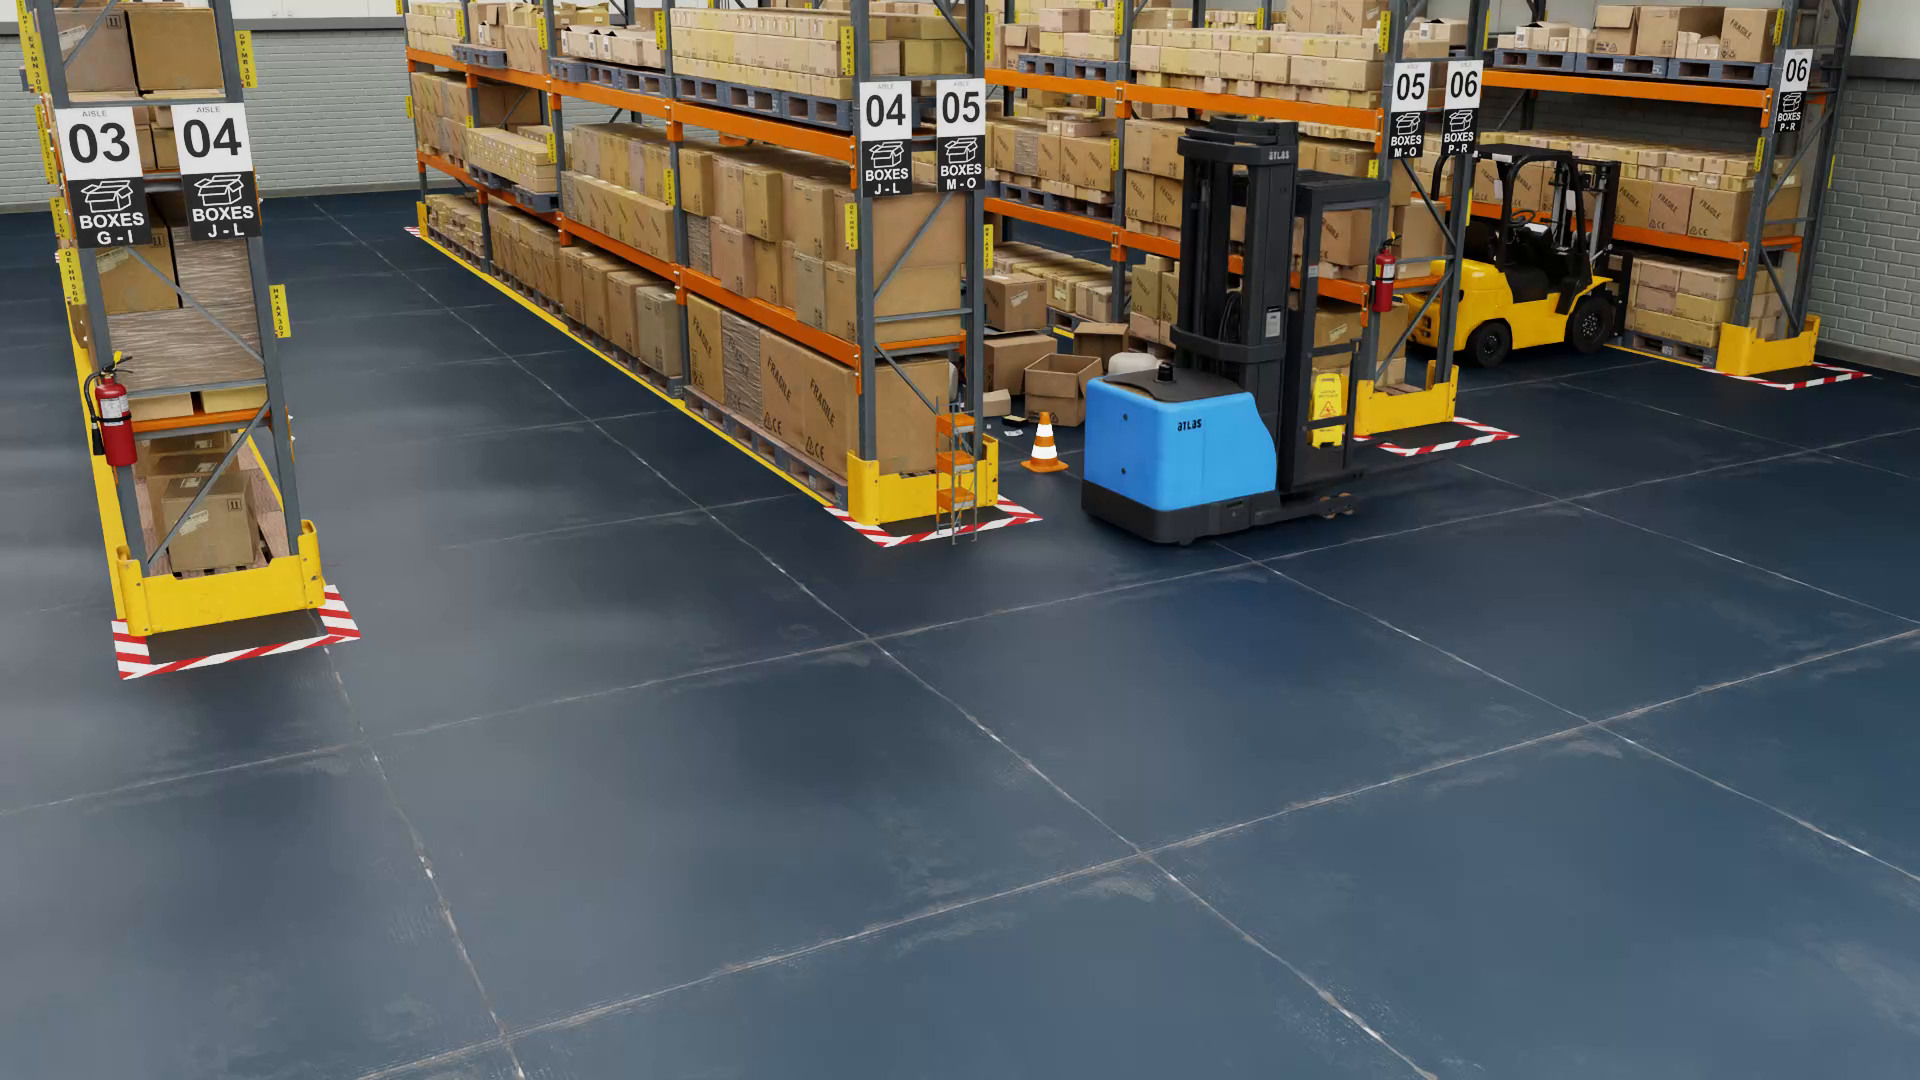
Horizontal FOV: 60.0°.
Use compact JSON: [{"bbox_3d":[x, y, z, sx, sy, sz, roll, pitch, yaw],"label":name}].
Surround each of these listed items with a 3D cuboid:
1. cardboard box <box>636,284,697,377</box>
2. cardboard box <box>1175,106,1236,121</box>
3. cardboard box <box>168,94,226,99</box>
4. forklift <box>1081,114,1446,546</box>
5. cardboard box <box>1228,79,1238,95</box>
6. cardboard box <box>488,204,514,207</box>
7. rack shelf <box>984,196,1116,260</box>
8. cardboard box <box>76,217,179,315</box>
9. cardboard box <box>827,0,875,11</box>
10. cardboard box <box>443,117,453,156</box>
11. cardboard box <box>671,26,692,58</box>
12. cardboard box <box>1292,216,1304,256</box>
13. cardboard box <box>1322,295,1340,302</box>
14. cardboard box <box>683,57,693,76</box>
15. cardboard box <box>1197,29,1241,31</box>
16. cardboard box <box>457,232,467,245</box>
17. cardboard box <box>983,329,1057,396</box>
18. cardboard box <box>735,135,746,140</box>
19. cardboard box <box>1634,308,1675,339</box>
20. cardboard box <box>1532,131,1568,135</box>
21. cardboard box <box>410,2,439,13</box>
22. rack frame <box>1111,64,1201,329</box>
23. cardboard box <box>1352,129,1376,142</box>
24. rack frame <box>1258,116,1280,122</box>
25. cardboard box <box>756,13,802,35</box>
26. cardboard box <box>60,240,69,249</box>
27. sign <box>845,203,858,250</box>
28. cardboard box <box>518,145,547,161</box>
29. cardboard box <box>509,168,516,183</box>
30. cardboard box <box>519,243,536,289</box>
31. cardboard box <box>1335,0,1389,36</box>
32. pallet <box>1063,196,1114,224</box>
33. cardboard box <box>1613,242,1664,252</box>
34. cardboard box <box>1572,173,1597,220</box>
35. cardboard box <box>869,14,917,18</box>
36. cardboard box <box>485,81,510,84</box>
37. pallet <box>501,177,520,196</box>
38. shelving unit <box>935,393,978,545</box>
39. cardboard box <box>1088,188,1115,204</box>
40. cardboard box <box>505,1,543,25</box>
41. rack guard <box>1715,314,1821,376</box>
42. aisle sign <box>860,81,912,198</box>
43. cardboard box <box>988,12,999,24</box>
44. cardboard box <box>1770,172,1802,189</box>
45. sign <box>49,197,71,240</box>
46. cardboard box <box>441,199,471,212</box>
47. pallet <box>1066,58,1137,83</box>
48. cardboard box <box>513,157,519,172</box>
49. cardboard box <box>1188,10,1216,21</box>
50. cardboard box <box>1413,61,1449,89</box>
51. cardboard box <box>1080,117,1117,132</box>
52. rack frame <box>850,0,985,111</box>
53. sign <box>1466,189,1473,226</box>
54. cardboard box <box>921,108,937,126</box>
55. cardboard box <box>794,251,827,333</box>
[{"bbox_3d":[-2.563,-2.112,16.457,1.050,0.750,0.750,-10,21,-27],"label":"cardboard box"},{"bbox_3d":[3.649,-6.213,24.737,0.797,0.503,0.637,-11,22,-28],"label":"cardboard box"},{"bbox_3d":[-4.668,-2.664,10.275,0.380,0.149,0.250,-9,21,-25],"label":"cardboard box"},{"bbox_3d":[2.447,-1.681,12.508,3.031,2.935,1.130,-11,22,-29],"label":"forklift"},{"bbox_3d":[2.784,-4.336,15.886,0.380,0.149,0.250,-10,21,-26],"label":"cardboard box"},{"bbox_3d":[-6.688,-4.824,24.329,0.380,0.149,0.250,-10,21,-26],"label":"cardboard box"},{"bbox_3d":[1.170,-3.842,19.770,1.077,0.370,4.000,-10,21,-27],"label":"rack shelf"},{"bbox_3d":[-5.181,-1.705,10.331,0.500,0.500,0.500,-10,21,-27],"label":"cardboard box"},{"bbox_3d":[-1.516,-7.270,23.207,0.500,0.500,0.500,-10,22,-28],"label":"cardboard box"},{"bbox_3d":[-6.947,-5.684,23.396,0.500,0.500,0.500,-10,21,-27],"label":"cardboard box"},{"bbox_3d":[-2.203,-4.362,14.552,0.500,0.250,0.500,-10,21,-26],"label":"cardboard box"},{"bbox_3d":[3.285,-2.905,15.343,0.500,0.500,0.500,-10,21,-27],"label":"cardboard box"},{"bbox_3d":[3.615,-2.143,16.166,0.500,0.500,0.500,-11,22,-29],"label":"cardboard box"},{"bbox_3d":[-2.190,-4.126,14.479,0.380,0.149,0.250,-10,21,-26],"label":"cardboard box"},{"bbox_3d":[2.653,-5.164,17.063,0.380,0.149,0.250,-11,22,-28],"label":"cardboard box"},{"bbox_3d":[-6.965,-4.317,23.769,0.380,0.149,0.250,-10,21,-27],"label":"cardboard box"},{"bbox_3d":[0.506,-1.723,16.145,0.797,0.637,0.503,-10,21,-27],"label":"cardboard box"},{"bbox_3d":[-3.339,-6.777,27.019,0.500,0.500,0.500,-10,22,-27],"label":"cardboard box"},{"bbox_3d":[7.657,-2.358,17.939,0.500,0.250,0.500,-10,21,-27],"label":"cardboard box"},{"bbox_3d":[6.986,-4.749,19.692,0.380,0.149,0.250,-11,22,-28],"label":"cardboard box"},{"bbox_3d":[-7.934,-7.901,24.683,0.380,0.149,0.250,-10,21,-27],"label":"cardboard box"},{"bbox_3d":[2.120,-3.608,17.989,1.000,3.000,0.127,-10,21,-27],"label":"rack frame"},{"bbox_3d":[5.302,-5.222,21.518,0.380,0.149,0.250,-11,22,-28],"label":"cardboard box"},{"bbox_3d":[4.587,-5.526,23.548,1.000,3.000,0.127,-10,21,-27],"label":"rack frame"},{"bbox_3d":[-1.351,-3.995,12.878,0.380,0.149,0.250,-10,22,-27],"label":"cardboard box"},{"bbox_3d":[-9.227,-2.874,18.475,1.225,0.875,0.875,-10,21,-26],"label":"cardboard box"},{"bbox_3d":[-0.773,-2.243,11.895,0.100,0.325,0.005,-10,21,-27],"label":"sign"},{"bbox_3d":[-4.966,-4.539,19.516,0.380,0.149,0.250,-9,21,-25],"label":"cardboard box"},{"bbox_3d":[-5.210,-4.405,20.040,0.380,0.149,0.250,-11,22,-29],"label":"cardboard box"},{"bbox_3d":[-5.139,-3.425,20.646,0.500,0.500,0.500,-11,22,-29],"label":"cardboard box"},{"bbox_3d":[5.200,-6.699,21.398,0.500,0.500,0.500,-9,21,-25],"label":"cardboard box"},{"bbox_3d":[1.885,-3.759,18.721,1.003,0.211,1.213,-10,21,-27],"label":"pallet"},{"bbox_3d":[7.618,-3.205,18.858,0.500,0.250,0.500,-10,22,-28],"label":"cardboard box"},{"bbox_3d":[7.191,-3.817,18.443,0.500,0.500,0.500,-10,21,-26],"label":"cardboard box"},{"bbox_3d":[-0.527,-3.949,12.745,0.380,0.149,0.250,-10,21,-26],"label":"cardboard box"},{"bbox_3d":[-6.247,-6.083,23.019,0.500,0.500,0.500,-11,22,-28],"label":"cardboard box"},{"bbox_3d":[-5.064,-4.432,20.670,1.003,0.211,1.213,-10,21,-27],"label":"pallet"},{"bbox_3d":[-0.025,-0.512,12.004,0.215,1.050,0.252,-10,21,-27],"label":"shelving unit"},{"bbox_3d":[1.632,-3.793,18.265,0.380,0.149,0.250,-10,21,-26],"label":"cardboard box"},{"bbox_3d":[-5.138,-6.229,19.661,0.396,0.266,0.258,-10,21,-27],"label":"cardboard box"},{"bbox_3d":[8.397,-2.041,17.280,1.175,0.500,0.348,-10,21,-27],"label":"rack guard"},{"bbox_3d":[-0.520,-2.826,11.737,0.394,0.787,0.004,-10,21,-27],"label":"aisle sign"},{"bbox_3d":[0.758,-9.141,29.198,0.500,0.250,0.500,-10,22,-27],"label":"cardboard box"},{"bbox_3d":[8.453,-3.721,17.169,0.380,0.149,0.250,-11,22,-28],"label":"cardboard box"},{"bbox_3d":[-7.089,-2.533,13.099,0.100,0.325,0.005,-10,21,-27],"label":"sign"},{"bbox_3d":[-7.503,-4.975,24.765,0.380,0.149,0.250,-11,22,-29],"label":"cardboard box"},{"bbox_3d":[1.920,-5.131,18.091,1.213,0.211,1.003,-10,21,-27],"label":"pallet"},{"bbox_3d":[-5.097,-4.476,19.788,0.380,0.149,0.250,-10,21,-27],"label":"cardboard box"},{"bbox_3d":[3.547,-7.628,24.202,0.380,0.149,0.250,-10,21,-26],"label":"cardboard box"},{"bbox_3d":[4.015,-4.133,14.686,0.500,0.250,0.500,-10,22,-28],"label":"cardboard box"},{"bbox_3d":[1.601,-4.787,19.157,0.380,0.149,0.250,-9,21,-24],"label":"cardboard box"},{"bbox_3d":[-0.289,-4.500,11.376,1.000,3.000,0.127,-10,21,-27],"label":"rack frame"},{"bbox_3d":[4.496,-2.953,14.764,0.100,0.325,0.005,-10,21,-27],"label":"sign"},{"bbox_3d":[-0.256,-5.384,21.450,0.500,0.500,0.500,-11,22,-28],"label":"cardboard box"},{"bbox_3d":[-0.786,-1.989,13.067,0.875,0.550,0.550,-10,21,-27],"label":"cardboard box"}]
